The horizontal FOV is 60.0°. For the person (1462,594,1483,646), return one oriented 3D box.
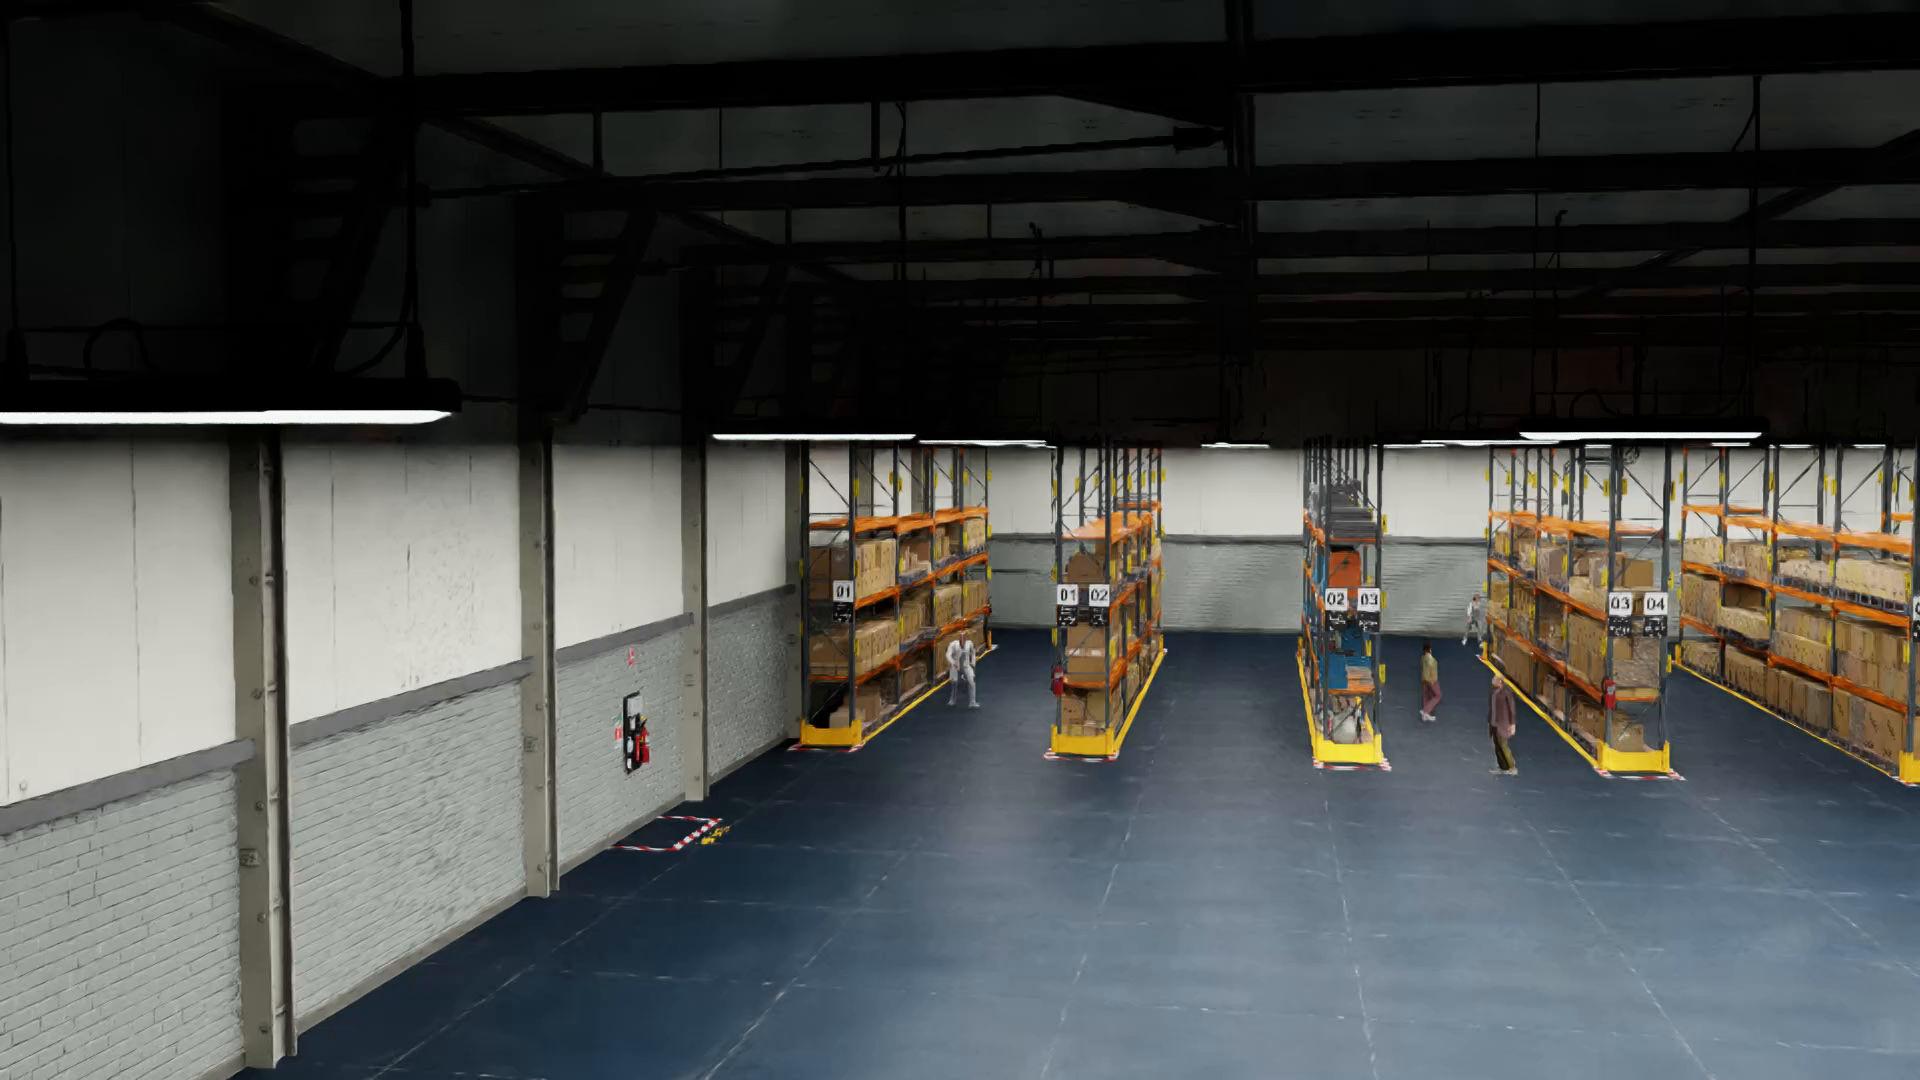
[{"bbox_3d":[15.027,2.322,48.626,0.453,1.537,0.880,-1,3,-13],"label":"person"}]

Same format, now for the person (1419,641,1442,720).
[{"bbox_3d":[9.905,2.988,35.165,0.435,1.664,0.492,-1,3,-16],"label":"person"}]

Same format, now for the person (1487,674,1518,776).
[{"bbox_3d":[9.523,3.243,29.198,0.467,1.773,0.684,-1,3,-23],"label":"person"}]

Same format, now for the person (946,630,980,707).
[{"bbox_3d":[0.040,2.847,37.117,0.735,1.712,0.905,0,3,-6],"label":"person"}]
